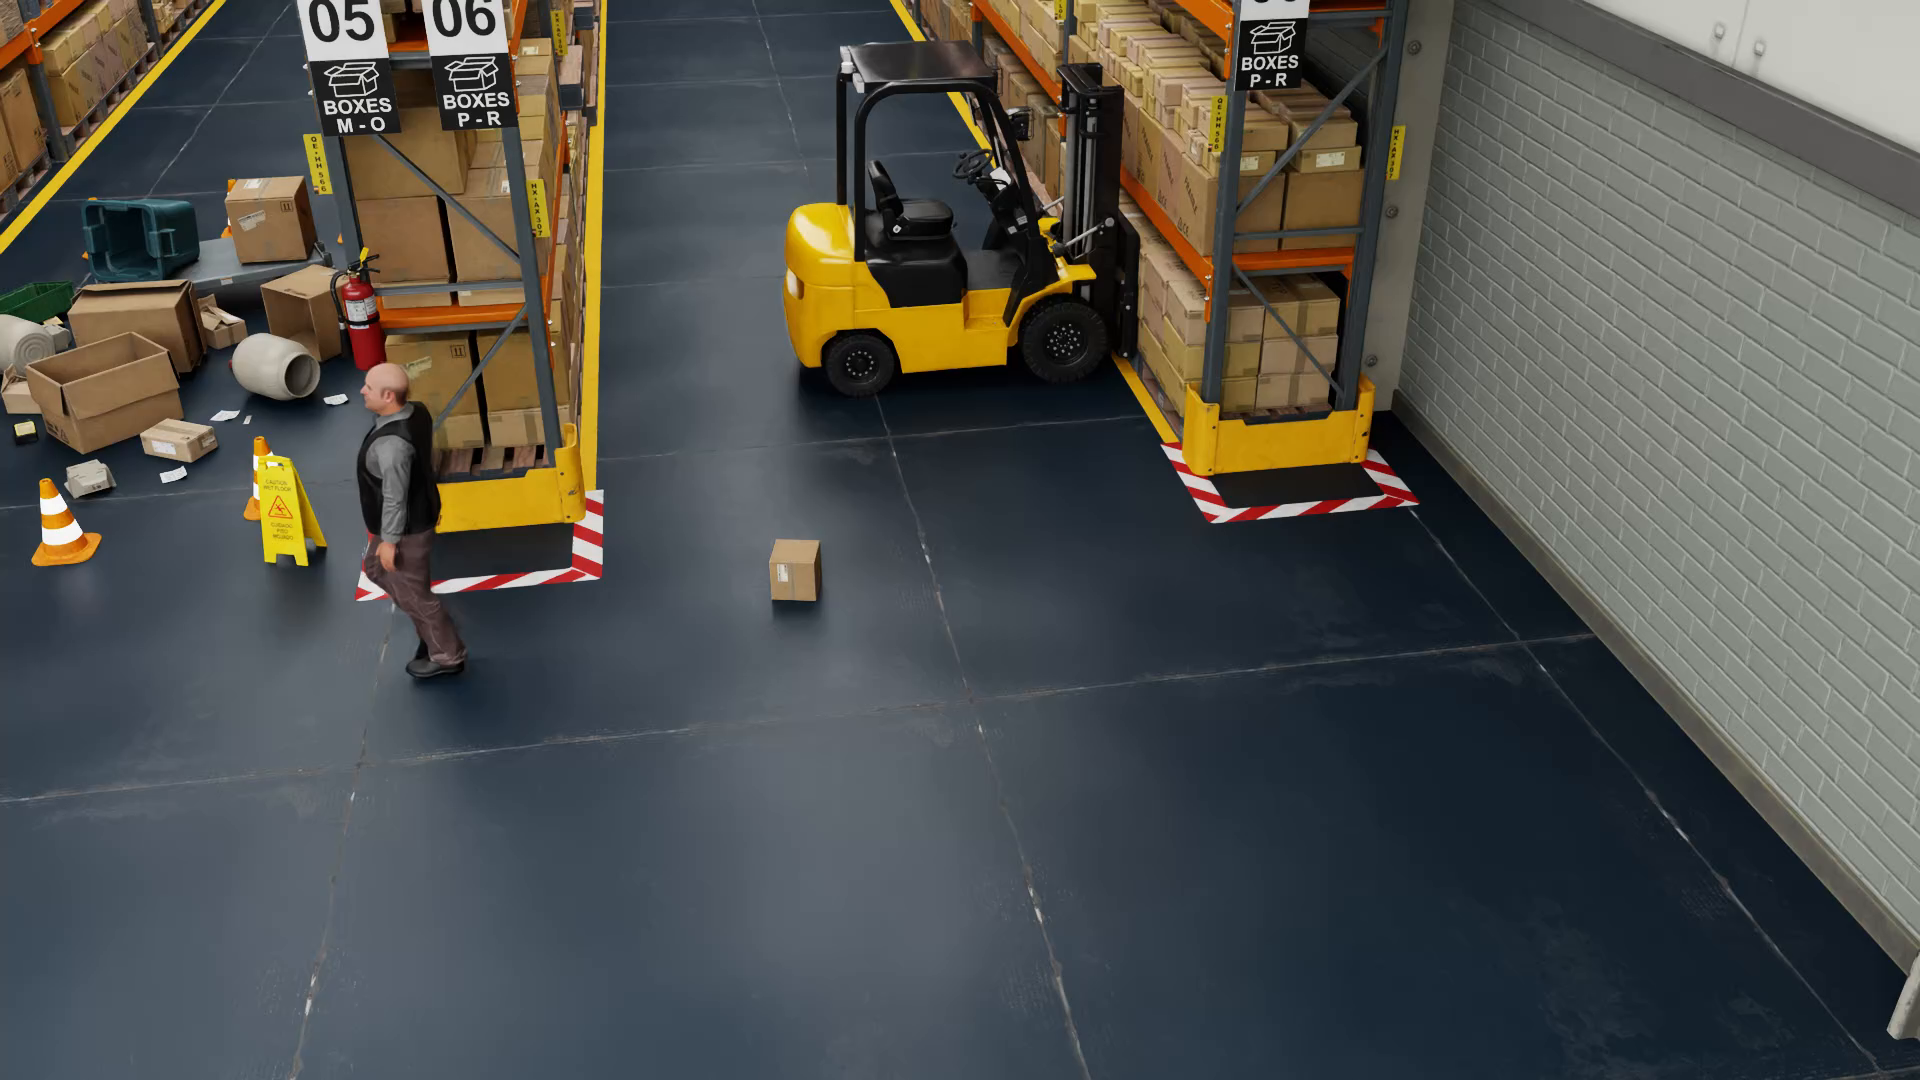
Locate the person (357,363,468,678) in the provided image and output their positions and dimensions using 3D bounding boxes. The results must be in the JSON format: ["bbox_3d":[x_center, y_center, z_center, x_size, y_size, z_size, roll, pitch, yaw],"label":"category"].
[{"bbox_3d":[-2.796,-0.059,8.249,0.476,1.754,0.564,-3,31,-6],"label":"person"}]
